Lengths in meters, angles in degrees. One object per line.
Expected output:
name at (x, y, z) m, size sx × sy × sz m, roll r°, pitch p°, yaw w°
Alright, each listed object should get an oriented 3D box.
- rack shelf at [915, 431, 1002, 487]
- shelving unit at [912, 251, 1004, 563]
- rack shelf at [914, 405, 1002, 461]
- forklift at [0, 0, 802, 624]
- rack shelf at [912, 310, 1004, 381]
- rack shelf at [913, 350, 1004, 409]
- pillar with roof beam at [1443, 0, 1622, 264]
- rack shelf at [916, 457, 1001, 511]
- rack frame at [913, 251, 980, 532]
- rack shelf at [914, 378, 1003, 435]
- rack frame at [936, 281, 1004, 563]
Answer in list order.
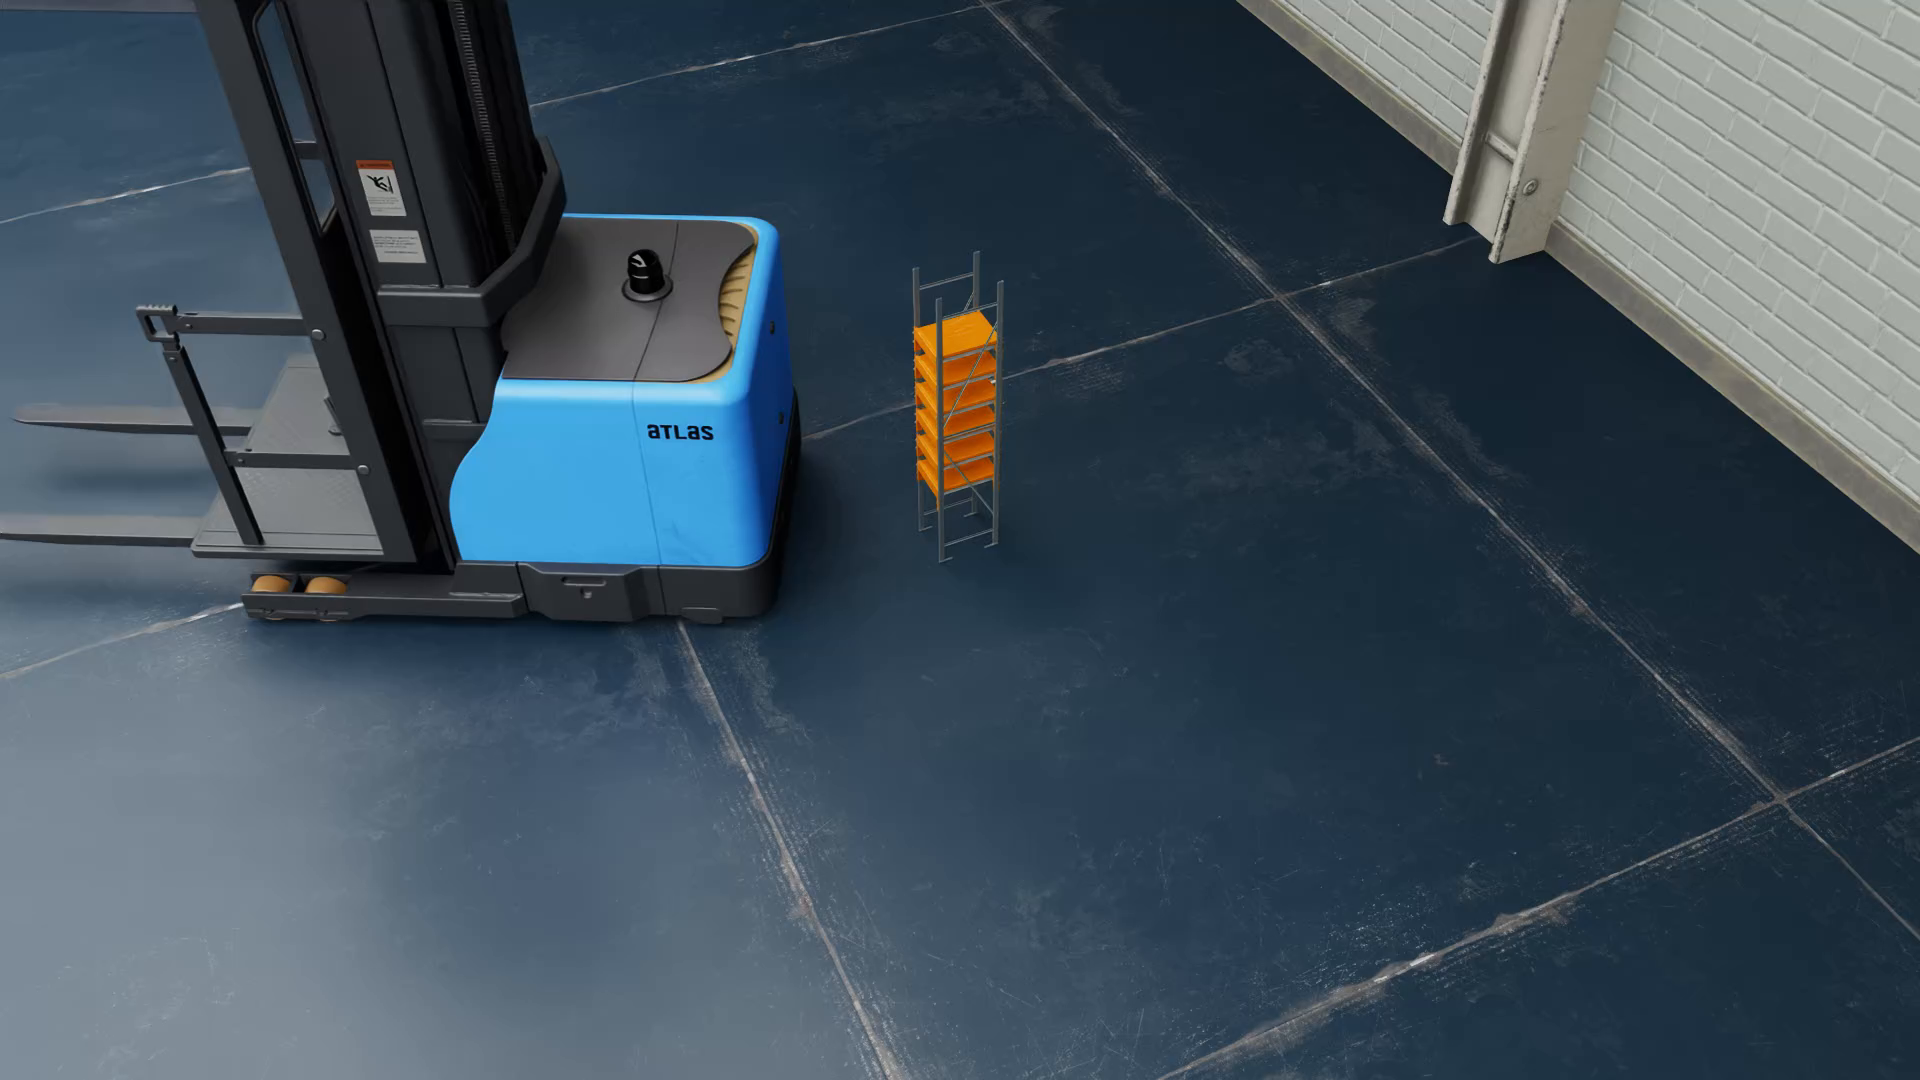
rack shelf at (-0.006, -0.319, 5.953) m, size 0.258 × 0.103 × 0.180 m, roll -18°, pitch 47°, yaw -17°
shelving unit at (-0.006, -0.436, 5.838) m, size 0.258 × 1.200 × 0.189 m, roll -18°, pitch 47°, yaw -17°
rack shelf at (-0.006, -0.405, 5.869) m, size 0.258 × 0.103 × 0.180 m, roll -18°, pitch 47°, yaw -17°
forklift at (-2.153, -1.122, 5.301) m, size 3.031 × 2.935 × 1.130 m, roll 1°, pitch 45°, yaw 1°
rack shelf at (-0.006, -0.661, 5.616) m, size 0.258 × 0.103 × 0.180 m, roll -18°, pitch 47°, yaw -17°
rack shelf at (-0.006, -0.576, 5.701) m, size 0.258 × 0.103 × 0.180 m, roll -18°, pitch 47°, yaw -17°
pillar with roof beam at (-1.431, -3.350, 3.238) m, size 9.100 × 9.000 × 0.400 m, roll -18°, pitch 47°, yaw -17°
rack shelf at (-0.006, -0.234, 6.038) m, size 0.258 × 0.103 × 0.180 m, roll -18°, pitch 47°, yaw -17°
rack frame at (-0.045, -0.495, 5.897) m, size 0.240 × 1.200 × 0.006 m, roll -18°, pitch 47°, yaw -17°
rack shelf at (-0.006, -0.490, 5.785) m, size 0.258 × 0.103 × 0.180 m, roll -18°, pitch 47°, yaw -17°
rack frame at (0.032, -0.378, 5.779) m, size 0.240 × 1.200 × 0.006 m, roll -18°, pitch 47°, yaw -17°
